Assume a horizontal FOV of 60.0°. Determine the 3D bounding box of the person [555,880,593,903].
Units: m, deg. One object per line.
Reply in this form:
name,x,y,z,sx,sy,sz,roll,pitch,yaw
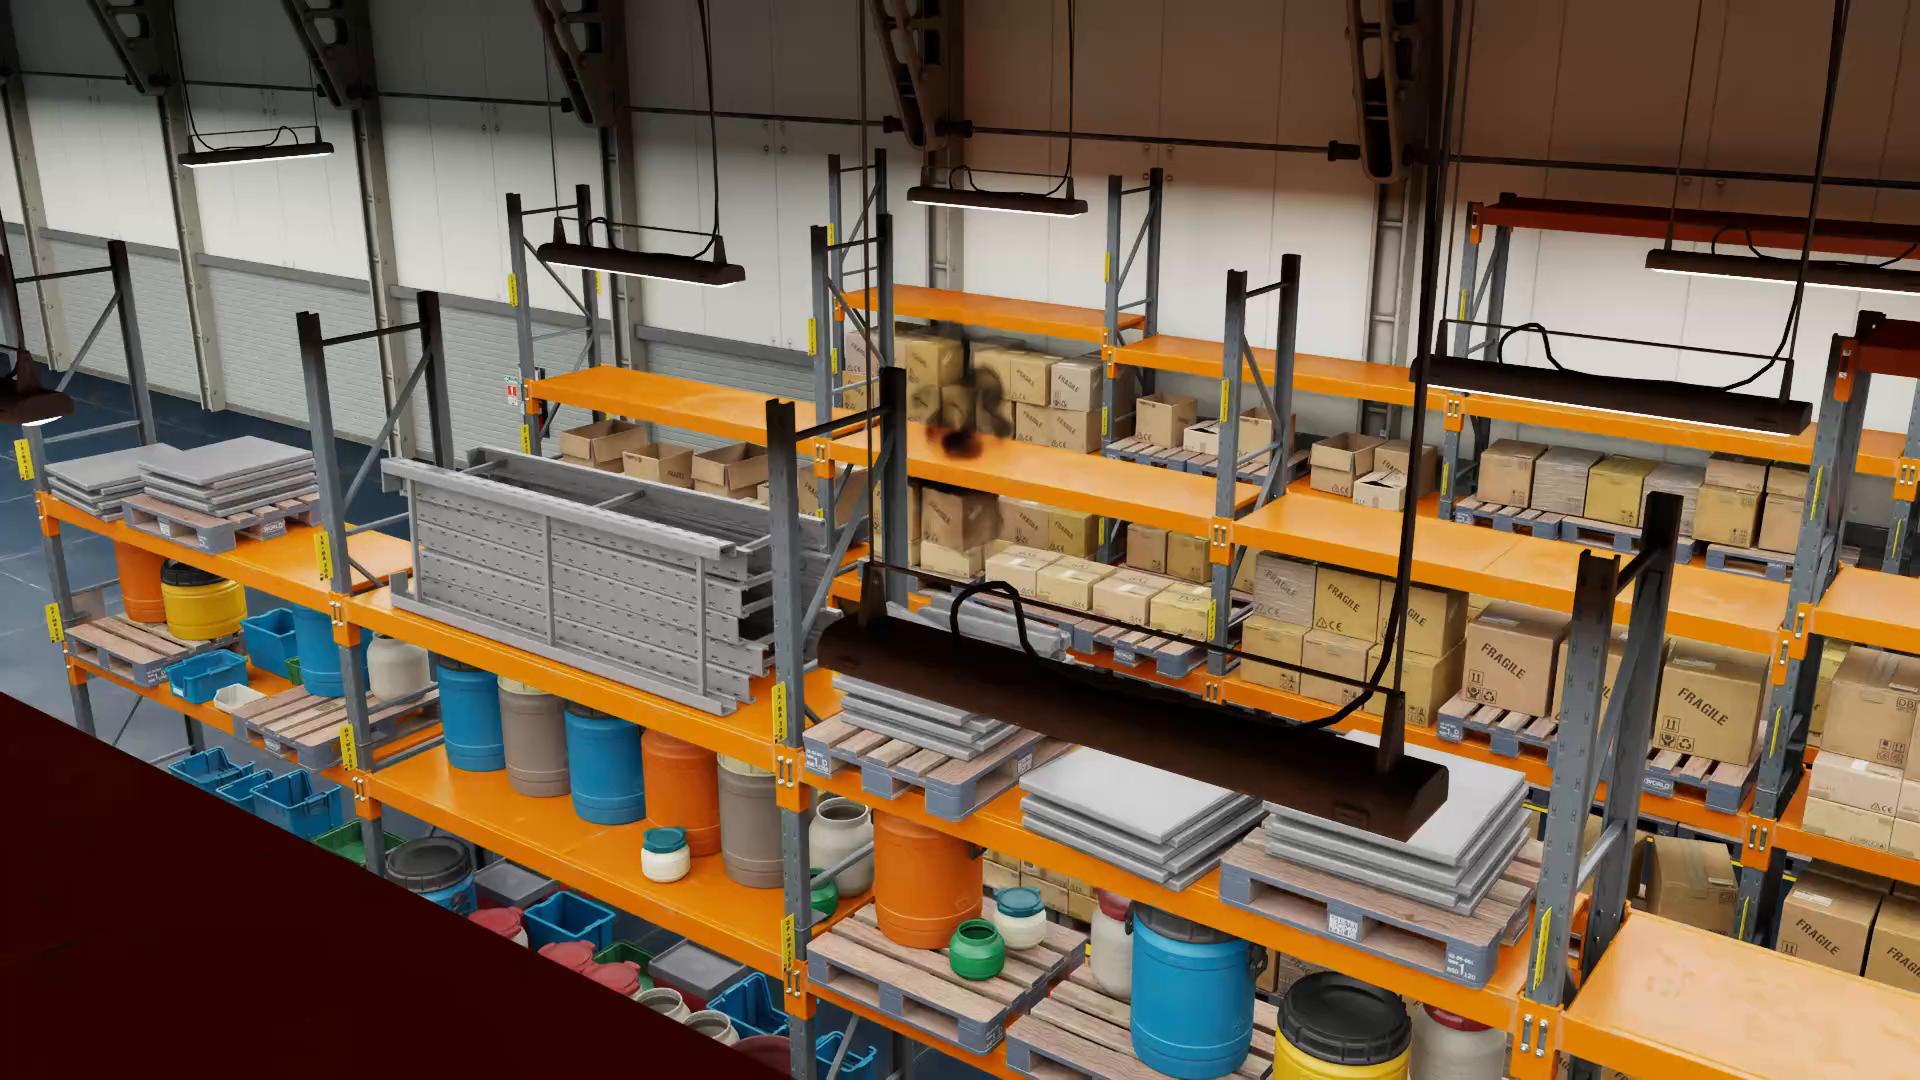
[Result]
person,-3.432,2.599,14.582,0.572,1.746,0.661,12,22,31
